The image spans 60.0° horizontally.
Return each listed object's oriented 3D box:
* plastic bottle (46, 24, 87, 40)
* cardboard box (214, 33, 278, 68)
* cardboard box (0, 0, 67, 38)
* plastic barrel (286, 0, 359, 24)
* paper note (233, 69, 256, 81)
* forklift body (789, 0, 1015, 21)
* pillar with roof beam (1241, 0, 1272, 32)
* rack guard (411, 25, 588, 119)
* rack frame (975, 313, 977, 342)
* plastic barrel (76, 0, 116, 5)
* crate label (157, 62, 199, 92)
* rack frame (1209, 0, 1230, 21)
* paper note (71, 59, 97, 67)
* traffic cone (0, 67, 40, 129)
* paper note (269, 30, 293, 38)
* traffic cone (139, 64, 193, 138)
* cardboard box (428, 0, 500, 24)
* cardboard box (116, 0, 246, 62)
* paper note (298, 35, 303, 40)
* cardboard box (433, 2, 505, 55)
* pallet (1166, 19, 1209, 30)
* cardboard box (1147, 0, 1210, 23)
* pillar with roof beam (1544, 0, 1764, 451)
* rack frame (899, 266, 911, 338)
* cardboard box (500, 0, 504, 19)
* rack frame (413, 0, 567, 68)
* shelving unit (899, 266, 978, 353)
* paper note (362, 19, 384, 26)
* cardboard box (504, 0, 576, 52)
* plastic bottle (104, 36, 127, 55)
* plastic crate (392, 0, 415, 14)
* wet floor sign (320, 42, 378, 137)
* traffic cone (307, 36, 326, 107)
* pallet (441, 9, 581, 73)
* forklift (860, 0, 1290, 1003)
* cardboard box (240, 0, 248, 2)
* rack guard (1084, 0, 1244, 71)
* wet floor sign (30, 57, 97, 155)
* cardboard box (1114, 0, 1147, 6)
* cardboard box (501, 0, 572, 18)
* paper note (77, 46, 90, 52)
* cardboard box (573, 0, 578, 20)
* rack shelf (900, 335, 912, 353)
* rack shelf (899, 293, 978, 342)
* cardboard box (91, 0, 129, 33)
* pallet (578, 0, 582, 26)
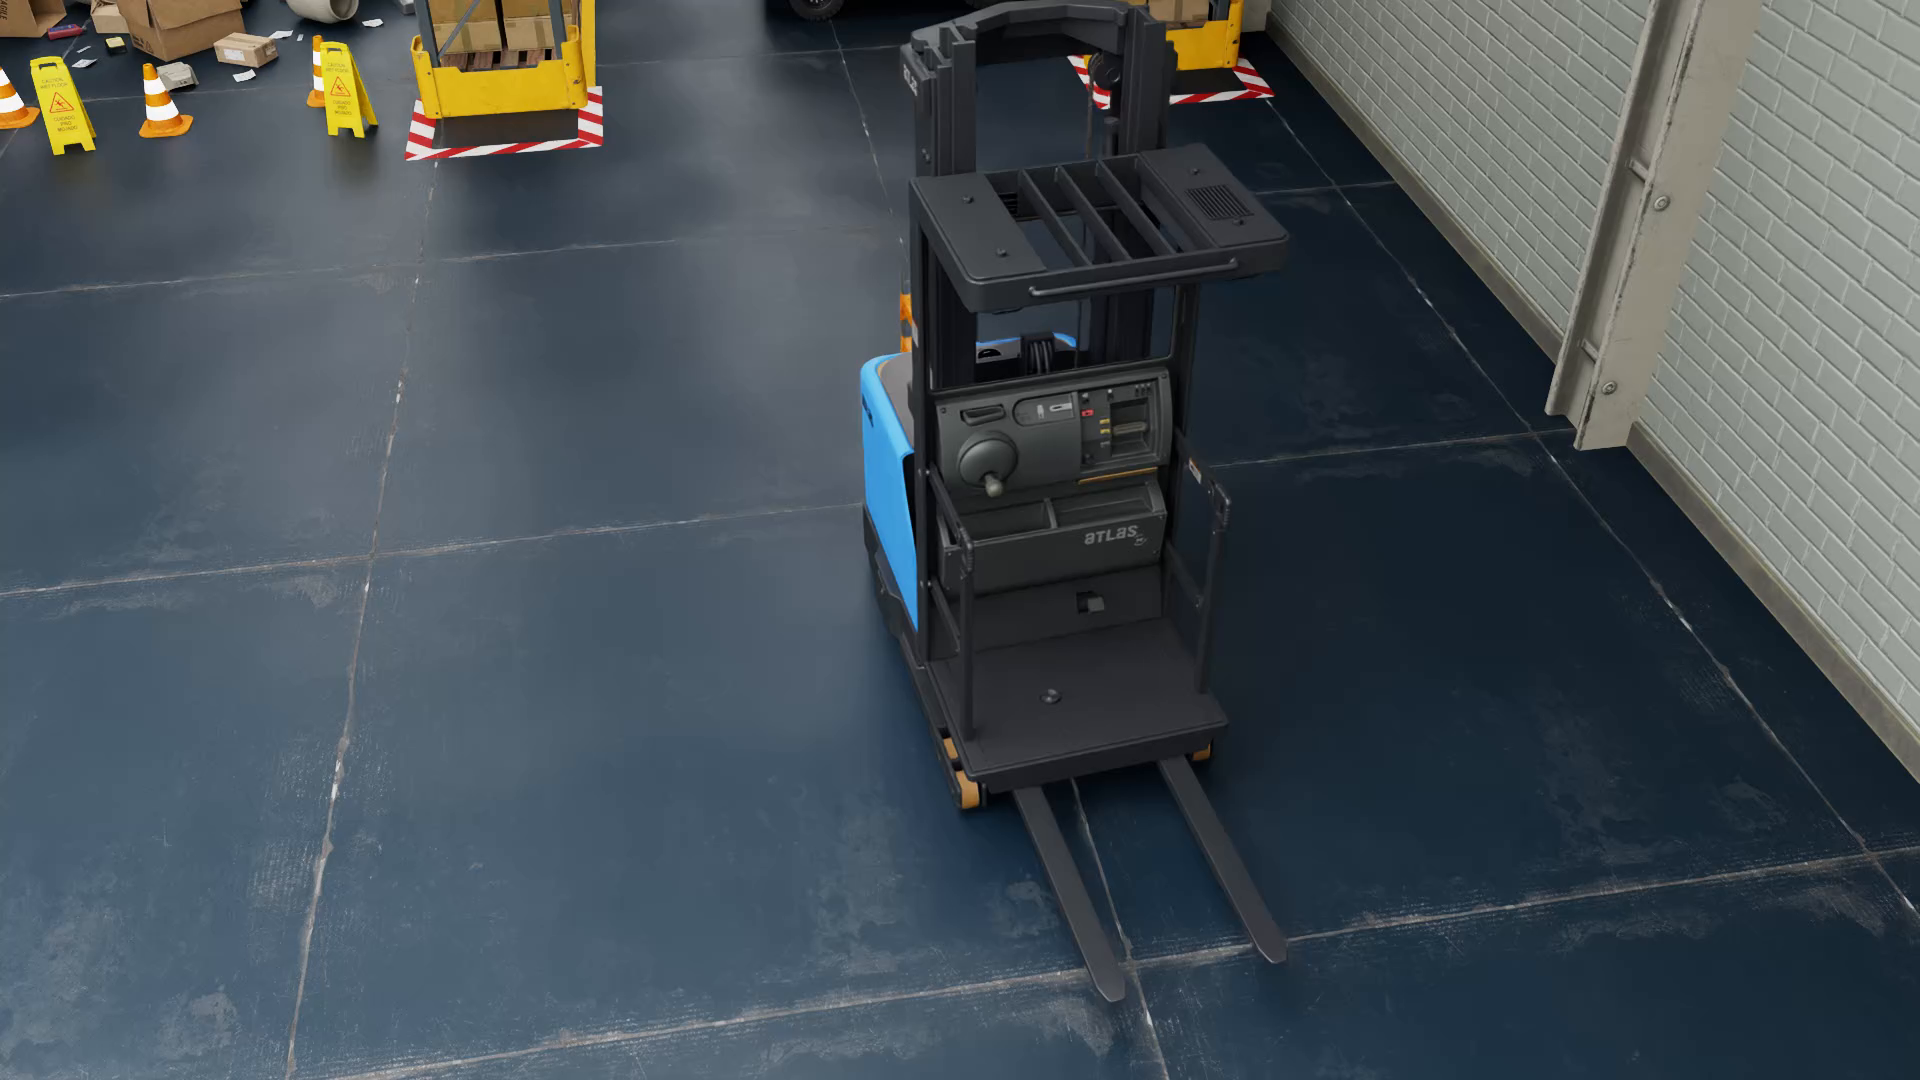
[{"bbox_3d":[-7.175,-4.090,13.365,0.283,0.061,0.133,-20,42,-23],"label":"plastic bottle"},{"bbox_3d":[-5.553,-3.810,12.933,0.380,0.149,0.250,13,40,16],"label":"cardboard box"},{"bbox_3d":[-7.609,-4.371,13.367,0.500,0.500,0.500,0,38,0],"label":"cardboard box"},{"bbox_3d":[-5.187,-4.430,13.507,0.512,0.421,0.421,19,42,23],"label":"plastic barrel"},{"bbox_3d":[-5.460,-3.547,12.690,0.148,0.019,0.142,-20,42,-23],"label":"paper note"},{"bbox_3d":[-0.577,-5.512,13.492,2.313,2.155,1.214,-6,38,-8],"label":"forklift body"},{"bbox_3d":[-1.921,-7.322,10.240,9.100,9.000,0.400,-6,38,-8],"label":"pillar with roof beam"},{"bbox_3d":[-3.348,-3.421,12.146,1.175,0.500,0.348,-6,38,-8],"label":"rack guard"},{"bbox_3d":[-0.038,-0.547,7.876,0.240,1.200,0.015,-10,39,-12],"label":"rack frame"},{"bbox_3d":[-7.182,-4.647,13.787,0.512,0.421,0.421,19,42,23],"label":"plastic barrel"},{"bbox_3d":[-5.912,-3.496,12.539,0.250,0.136,0.298,-27,45,-31],"label":"crate label"},{"bbox_3d":[1.552,-4.898,12.010,1.000,3.000,0.127,-6,38,-8],"label":"rack frame"},{"bbox_3d":[-6.786,-3.700,12.889,0.144,0.017,0.142,6,38,8],"label":"paper note"},{"bbox_3d":[-6.885,-3.241,11.944,0.336,0.463,0.334,-6,38,-8],"label":"traffic cone"},{"bbox_3d":[-5.461,-4.071,13.375,0.148,0.019,0.142,6,38,8],"label":"paper note"},{"bbox_3d":[-5.713,-3.157,11.836,0.336,0.463,0.334,-6,38,-8],"label":"traffic cone"},{"bbox_3d":[-3.732,-4.194,12.391,0.500,0.500,0.500,-6,38,-8],"label":"cardboard box"},{"bbox_3d":[-6.135,-4.165,13.101,0.637,0.503,0.797,27,45,30],"label":"cardboard box"},{"bbox_3d":[-5.286,-4.028,13.326,0.032,0.001,0.123,-6,38,-8],"label":"paper note"},{"bbox_3d":[-3.745,-3.916,12.645,0.500,0.250,0.500,-6,38,-8],"label":"cardboard box"},{"bbox_3d":[1.376,-4.255,13.454,1.003,0.211,1.213,-6,38,-8],"label":"pallet"},{"bbox_3d":[1.658,-4.296,13.134,0.500,0.250,0.500,-6,38,-8],"label":"cardboard box"},{"bbox_3d":[-0.869,-3.698,5.575,9.100,9.000,0.400,-6,38,-8],"label":"pillar with roof beam"},{"bbox_3d":[-0.170,-0.835,8.247,0.240,1.200,0.015,-10,39,-12],"label":"rack frame"},{"bbox_3d":[-3.824,-4.215,13.030,0.500,0.250,0.500,-6,38,-8],"label":"cardboard box"},{"bbox_3d":[-3.334,-4.362,11.320,1.000,3.000,0.127,-6,38,-8],"label":"rack frame"},{"bbox_3d":[-0.104,-0.691,8.061,0.258,1.200,0.503,-10,39,-12],"label":"shelving unit"},{"bbox_3d":[-4.787,-4.222,13.559,0.142,0.019,0.148,-20,42,-23],"label":"paper note"},{"bbox_3d":[-3.204,-3.959,12.700,0.500,0.250,0.500,-7,38,-8],"label":"cardboard box"},{"bbox_3d":[-6.679,-3.916,13.141,0.133,0.061,0.283,-20,42,-23],"label":"plastic bottle"},{"bbox_3d":[-4.568,-4.589,13.991,0.402,0.080,0.583,-20,42,-23],"label":"plastic crate"},{"bbox_3d":[-4.355,-3.203,11.746,0.267,0.644,0.232,6,38,8],"label":"wet floor sign"},{"bbox_3d":[-4.680,-3.481,12.254,0.336,0.463,0.334,-6,38,-8],"label":"traffic cone"},{"bbox_3d":[-3.455,-3.801,12.871,1.003,0.211,1.213,-6,38,-8],"label":"pallet"},{"bbox_3d":[0.428,-0.336,6.193,1.130,2.935,3.031,-10,39,-12],"label":"forklift"},{"bbox_3d":[-6.307,-4.783,13.785,0.797,0.637,0.503,-6,38,-8],"label":"cardboard box"},{"bbox_3d":[1.556,-3.897,12.758,1.175,0.500,0.348,-6,38,-8],"label":"rack guard"},{"bbox_3d":[-6.236,-3.035,11.530,0.267,0.644,0.232,-13,40,-16],"label":"wet floor sign"},{"bbox_3d":[1.158,-4.228,13.046,0.500,0.250,0.500,-6,38,-8],"label":"cardboard box"},{"bbox_3d":[-3.208,-4.270,12.488,0.500,0.500,0.500,-7,38,-9],"label":"cardboard box"},{"bbox_3d":[-6.918,-3.874,13.129,0.032,0.001,0.123,13,40,16],"label":"paper note"},{"bbox_3d":[-3.286,-4.268,13.098,0.500,0.250,0.500,-5,38,-6],"label":"cardboard box"},{"bbox_3d":[-0.104,-0.814,7.965,0.258,0.148,0.480,-10,39,-12],"label":"rack shelf"},{"bbox_3d":[-0.104,-1.001,7.820,0.258,0.148,0.480,-10,39,-12],"label":"rack shelf"},{"bbox_3d":[-6.777,-4.265,13.423,0.396,0.266,0.258,0,38,0],"label":"cardboard box"},{"bbox_3d":[-3.666,-4.537,13.818,1.003,0.211,1.213,-6,38,-8],"label":"pallet"}]
